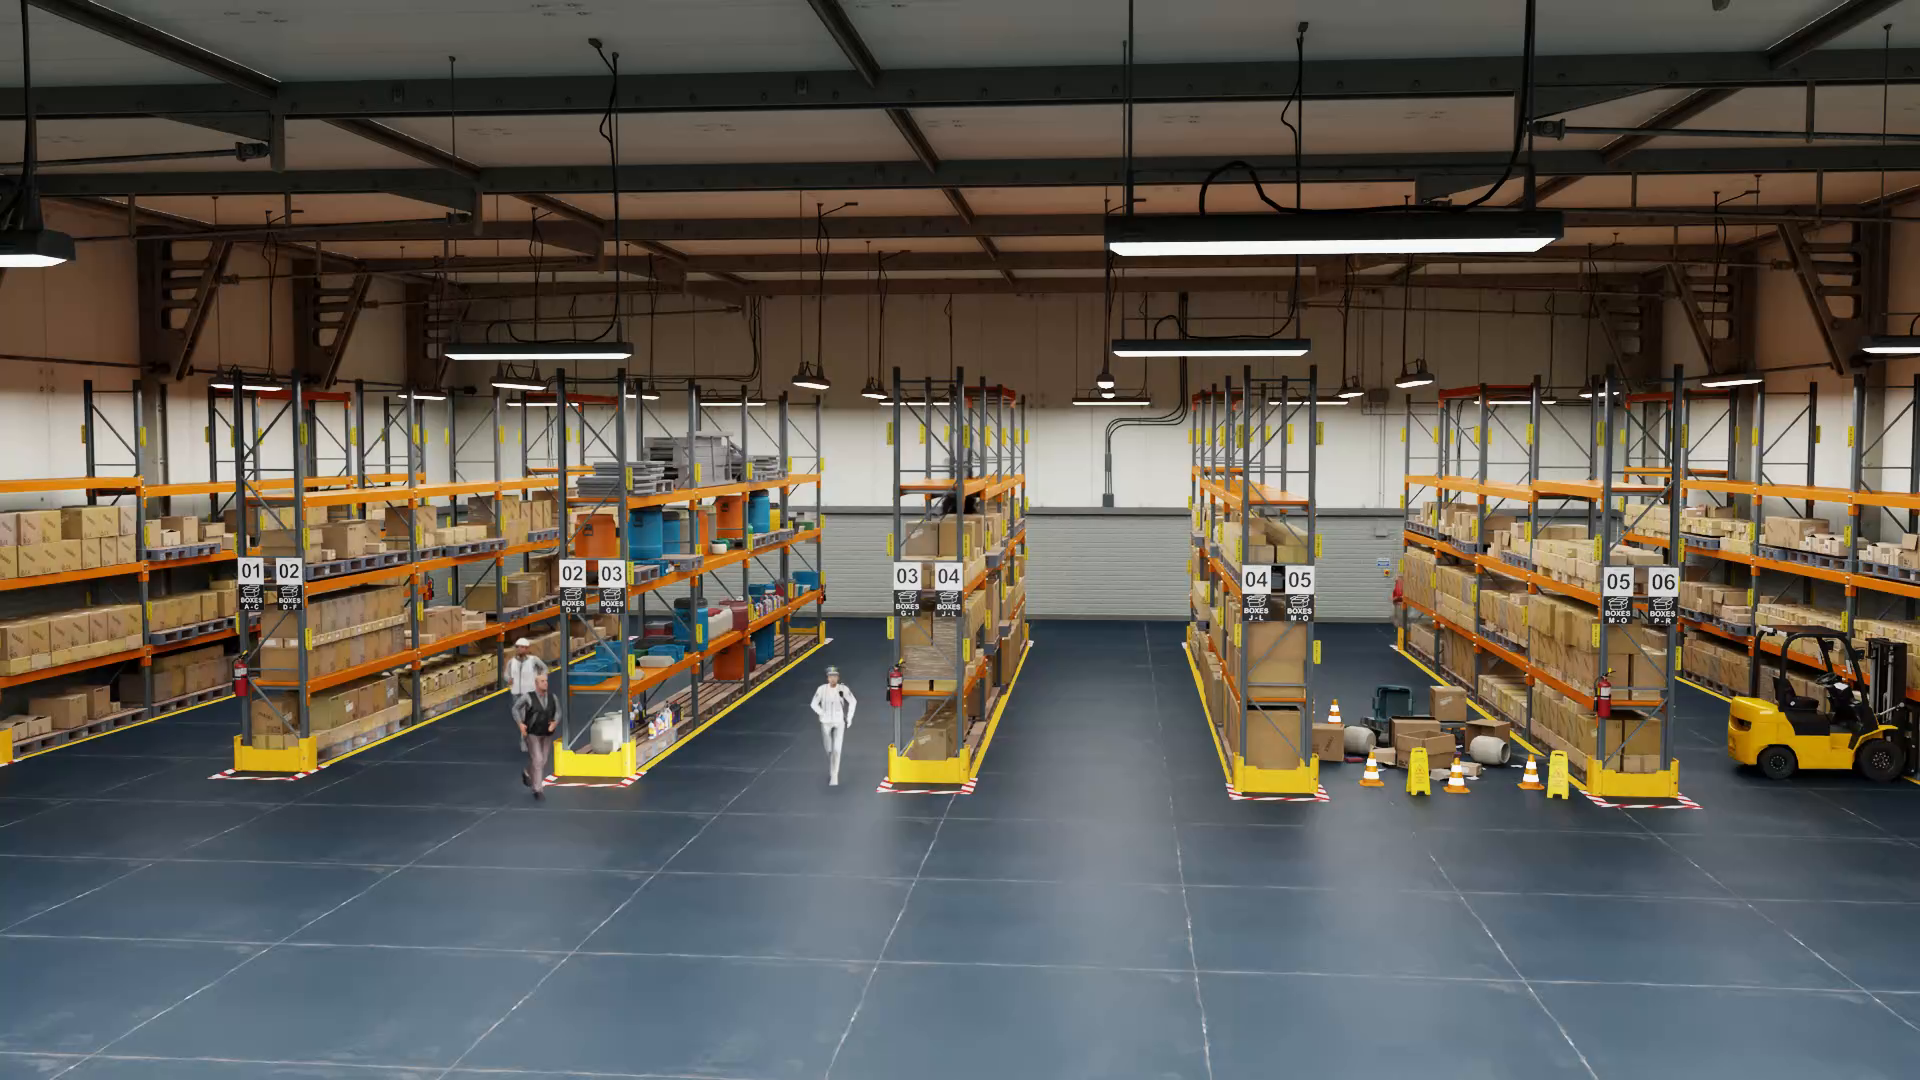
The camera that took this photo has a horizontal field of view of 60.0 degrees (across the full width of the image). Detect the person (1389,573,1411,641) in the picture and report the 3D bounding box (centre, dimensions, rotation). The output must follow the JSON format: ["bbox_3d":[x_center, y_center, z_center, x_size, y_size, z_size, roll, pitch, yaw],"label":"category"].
[{"bbox_3d":[10.735,1.669,40.384,0.649,1.751,0.720,2,4,24],"label":"person"}]

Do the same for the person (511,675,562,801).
[{"bbox_3d":[-5.892,2.736,23.218,0.687,1.730,0.861,-3,5,-41],"label":"person"}]

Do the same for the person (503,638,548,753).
[{"bbox_3d":[-6.981,2.476,26.639,0.658,1.822,0.734,0,4,7],"label":"person"}]

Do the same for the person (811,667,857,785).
[{"bbox_3d":[-1.845,2.675,24.248,0.655,1.698,0.794,0,4,2],"label":"person"}]
